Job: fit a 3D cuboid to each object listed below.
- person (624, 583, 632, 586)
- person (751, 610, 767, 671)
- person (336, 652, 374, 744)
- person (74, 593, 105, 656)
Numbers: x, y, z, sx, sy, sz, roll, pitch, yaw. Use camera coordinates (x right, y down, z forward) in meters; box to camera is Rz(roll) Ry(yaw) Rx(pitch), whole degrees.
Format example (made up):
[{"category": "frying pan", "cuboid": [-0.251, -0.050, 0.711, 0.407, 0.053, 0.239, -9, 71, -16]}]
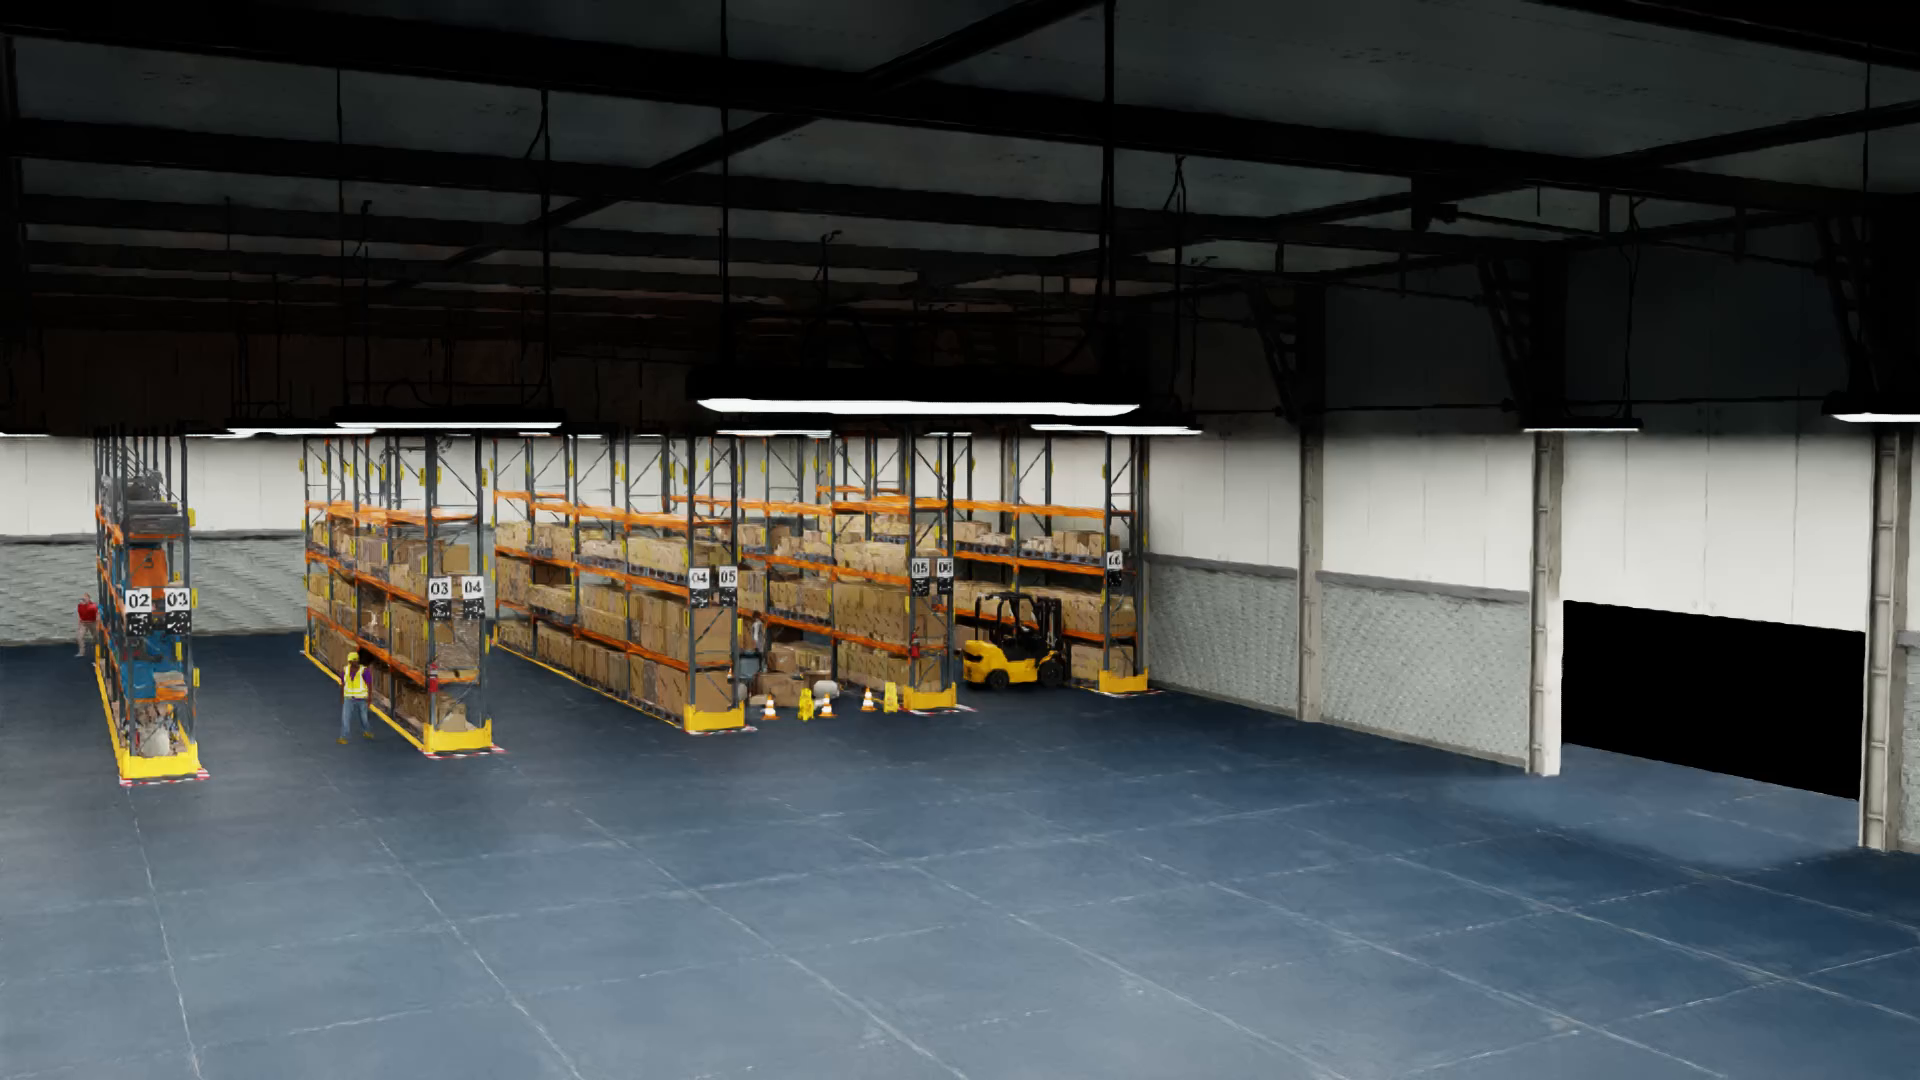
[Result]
[{"category": "person", "cuboid": [-9.376, 2.042, 46.901, 0.550, 1.663, 0.656, -1, 4, -20]}, {"category": "person", "cuboid": [-4.897, 2.486, 40.092, 0.522, 1.591, 0.522, 0, 3, -4]}, {"category": "person", "cuboid": [-11.437, 2.962, 31.434, 0.617, 1.723, 0.956, 0, 3, -5]}, {"category": "person", "cuboid": [-23.055, 2.222, 44.040, 0.584, 1.664, 0.978, 0, 3, -8]}]
